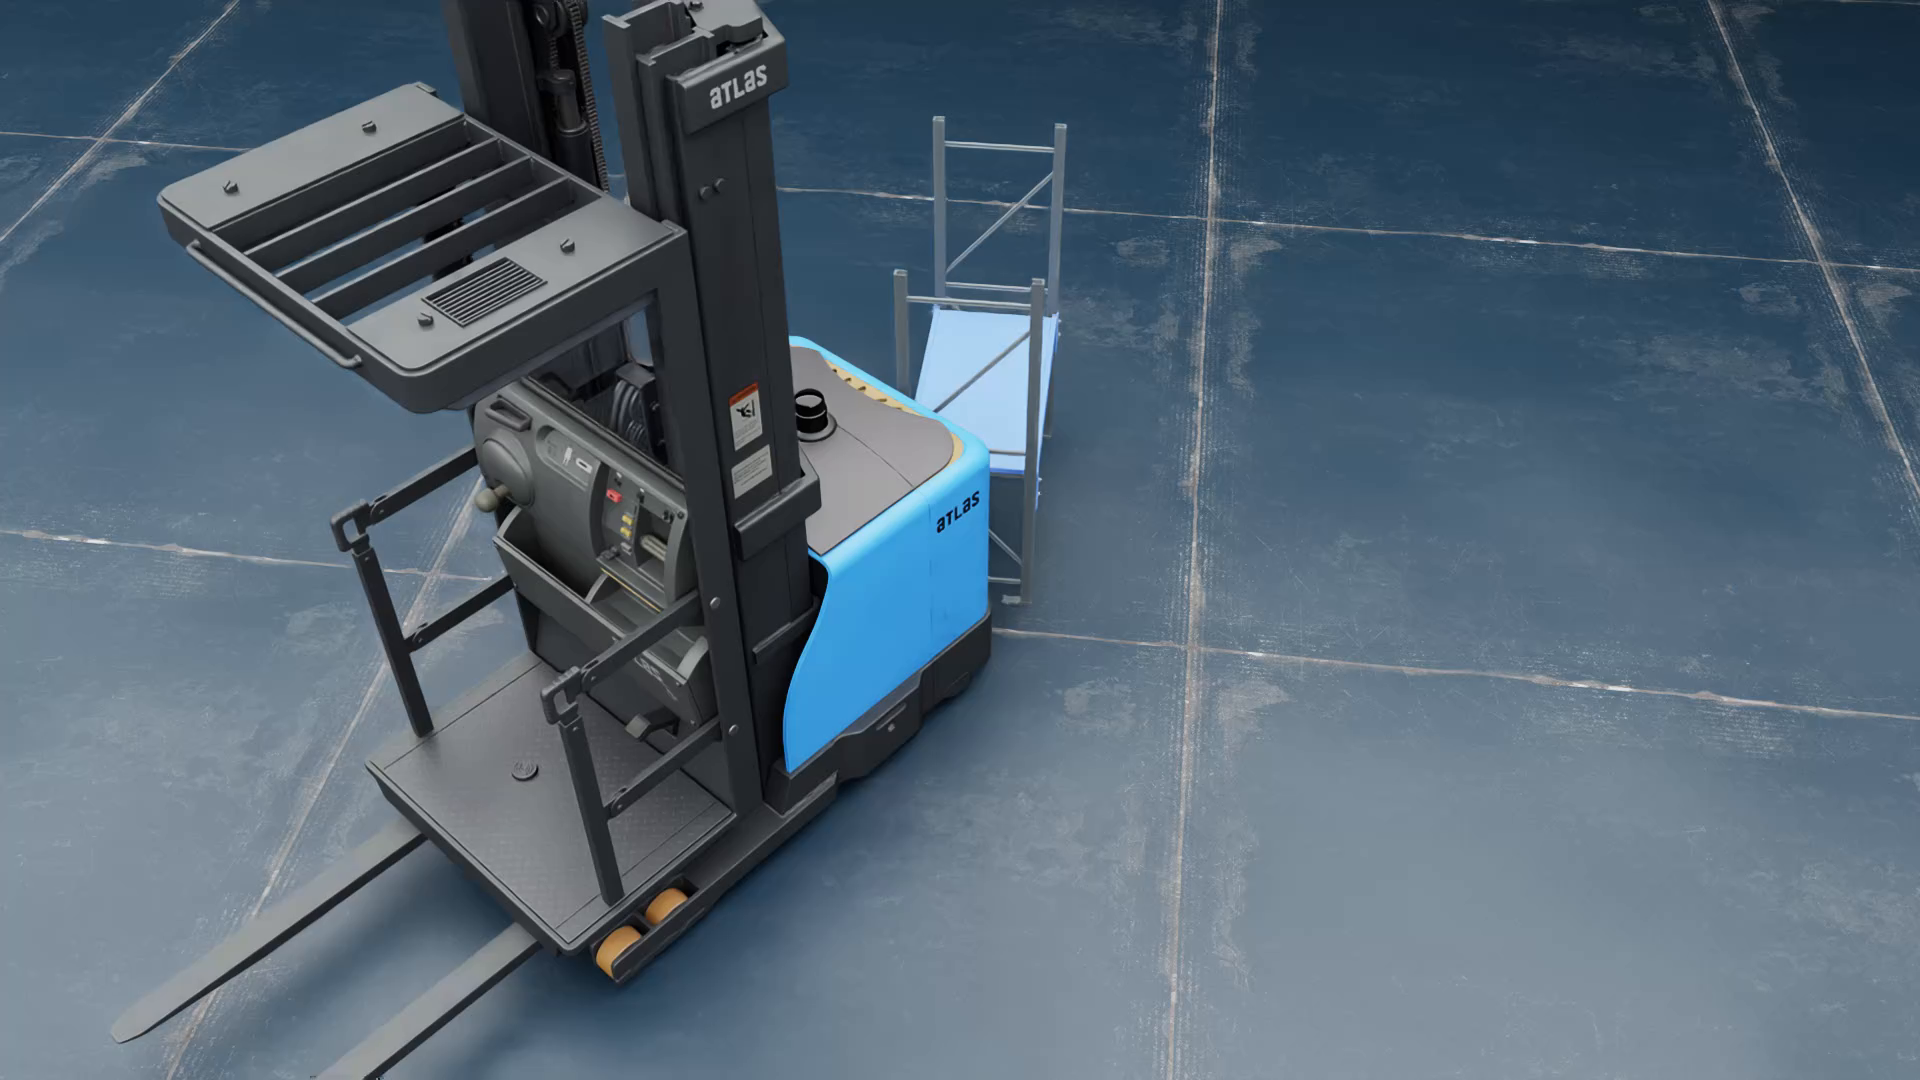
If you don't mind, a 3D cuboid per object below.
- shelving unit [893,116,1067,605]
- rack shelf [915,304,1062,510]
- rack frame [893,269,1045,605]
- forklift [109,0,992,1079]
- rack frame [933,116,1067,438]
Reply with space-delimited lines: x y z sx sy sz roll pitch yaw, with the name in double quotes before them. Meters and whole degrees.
"shelving unit" 0.089 -0.670 6.367 0.538 1.500 1.048 5 44 5
"rack shelf" 0.089 -0.540 6.491 0.538 0.185 1.000 5 44 5
"rack frame" 0.030 -0.323 6.001 0.500 1.500 0.032 5 44 5
"forklift" -1.245 -0.072 4.695 1.130 2.935 3.031 32 52 29
"rack frame" 0.149 -1.018 6.734 0.500 1.500 0.032 5 44 5
